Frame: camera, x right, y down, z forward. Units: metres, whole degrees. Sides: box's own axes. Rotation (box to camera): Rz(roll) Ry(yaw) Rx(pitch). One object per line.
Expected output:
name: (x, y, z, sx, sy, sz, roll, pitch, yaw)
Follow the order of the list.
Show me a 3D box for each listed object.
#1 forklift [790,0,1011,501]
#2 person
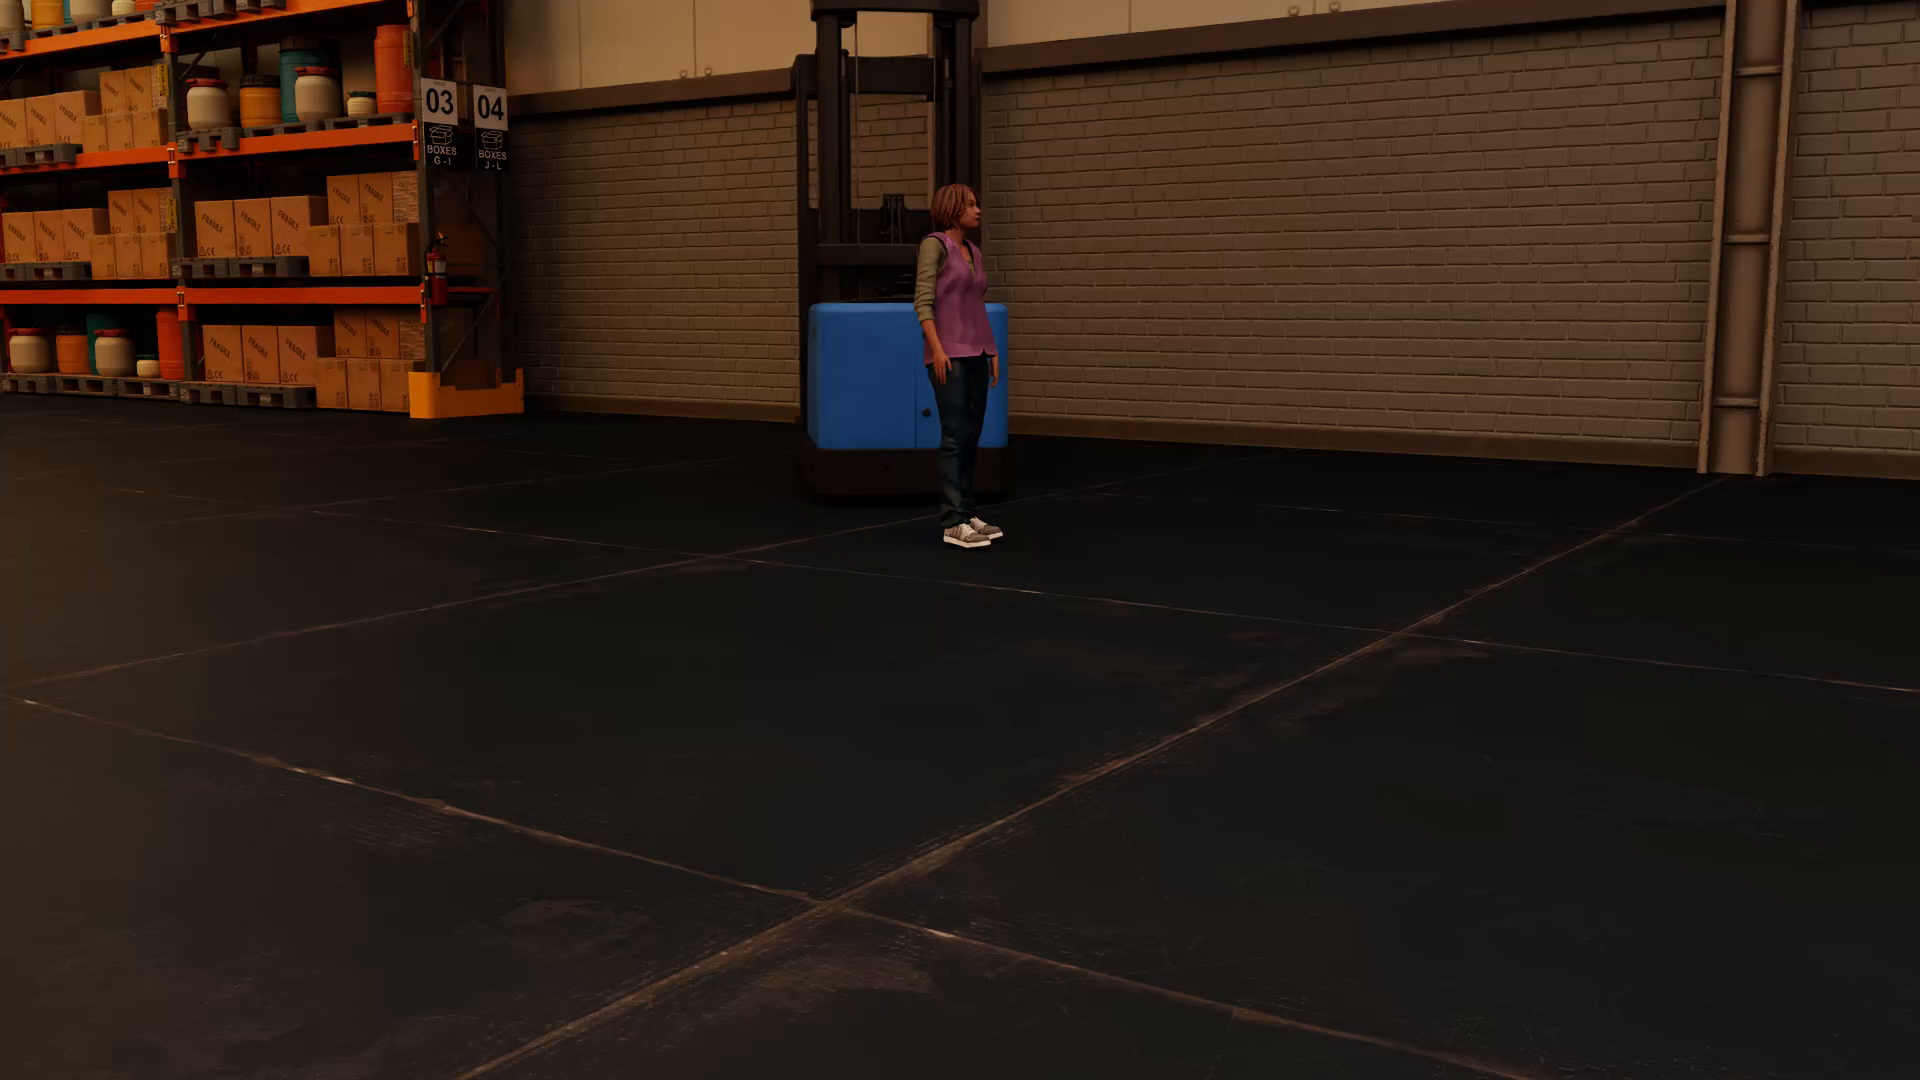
forklift: (-0.453, -1.836, 10.101, 1.130, 2.935, 3.031, -1, 8, -8)
person: (0.054, -0.790, 7.438, 0.475, 1.596, 0.520, 5, 10, 34)
